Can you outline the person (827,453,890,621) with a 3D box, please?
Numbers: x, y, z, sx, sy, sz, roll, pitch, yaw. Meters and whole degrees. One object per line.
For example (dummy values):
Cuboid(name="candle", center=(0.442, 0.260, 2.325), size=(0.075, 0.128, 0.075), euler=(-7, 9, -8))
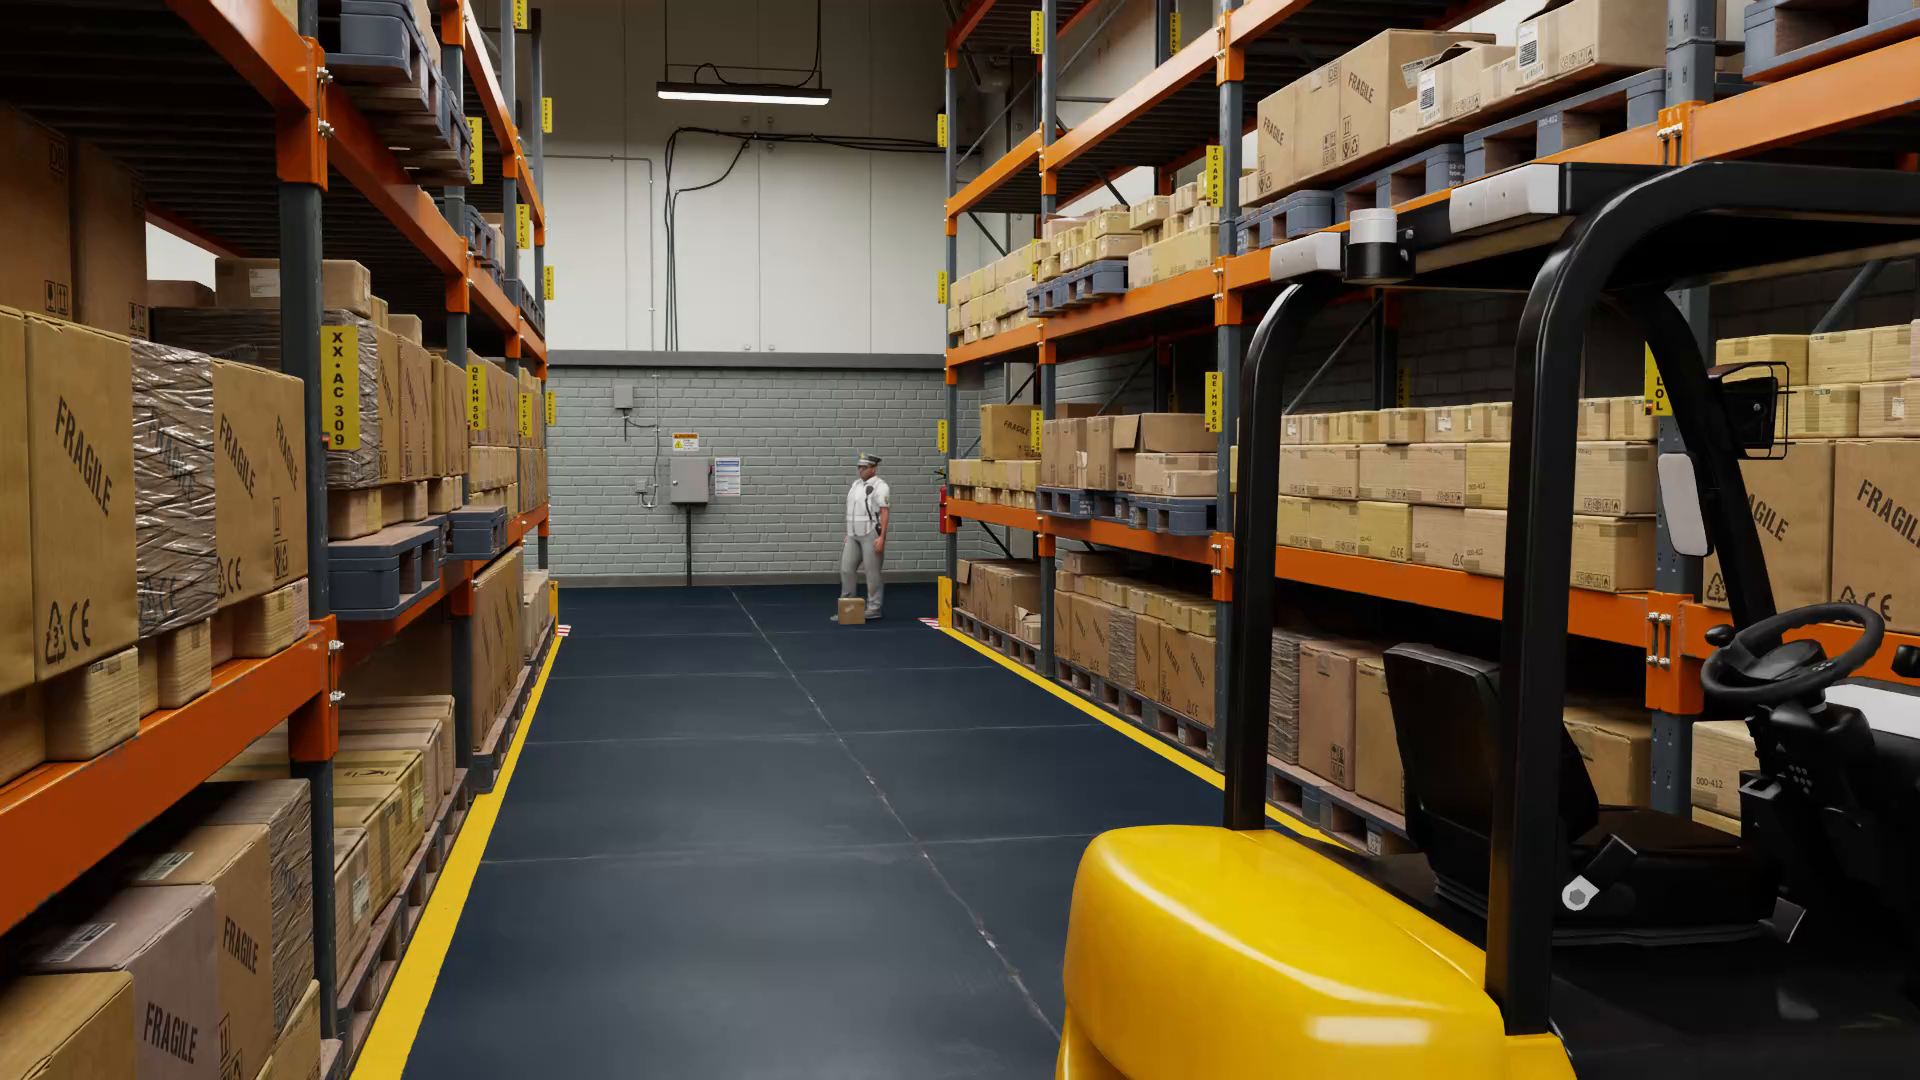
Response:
Cuboid(name="person", center=(-1.050, -0.008, 17.542), size=(0.555, 1.799, 0.546), euler=(2, 4, 39))
